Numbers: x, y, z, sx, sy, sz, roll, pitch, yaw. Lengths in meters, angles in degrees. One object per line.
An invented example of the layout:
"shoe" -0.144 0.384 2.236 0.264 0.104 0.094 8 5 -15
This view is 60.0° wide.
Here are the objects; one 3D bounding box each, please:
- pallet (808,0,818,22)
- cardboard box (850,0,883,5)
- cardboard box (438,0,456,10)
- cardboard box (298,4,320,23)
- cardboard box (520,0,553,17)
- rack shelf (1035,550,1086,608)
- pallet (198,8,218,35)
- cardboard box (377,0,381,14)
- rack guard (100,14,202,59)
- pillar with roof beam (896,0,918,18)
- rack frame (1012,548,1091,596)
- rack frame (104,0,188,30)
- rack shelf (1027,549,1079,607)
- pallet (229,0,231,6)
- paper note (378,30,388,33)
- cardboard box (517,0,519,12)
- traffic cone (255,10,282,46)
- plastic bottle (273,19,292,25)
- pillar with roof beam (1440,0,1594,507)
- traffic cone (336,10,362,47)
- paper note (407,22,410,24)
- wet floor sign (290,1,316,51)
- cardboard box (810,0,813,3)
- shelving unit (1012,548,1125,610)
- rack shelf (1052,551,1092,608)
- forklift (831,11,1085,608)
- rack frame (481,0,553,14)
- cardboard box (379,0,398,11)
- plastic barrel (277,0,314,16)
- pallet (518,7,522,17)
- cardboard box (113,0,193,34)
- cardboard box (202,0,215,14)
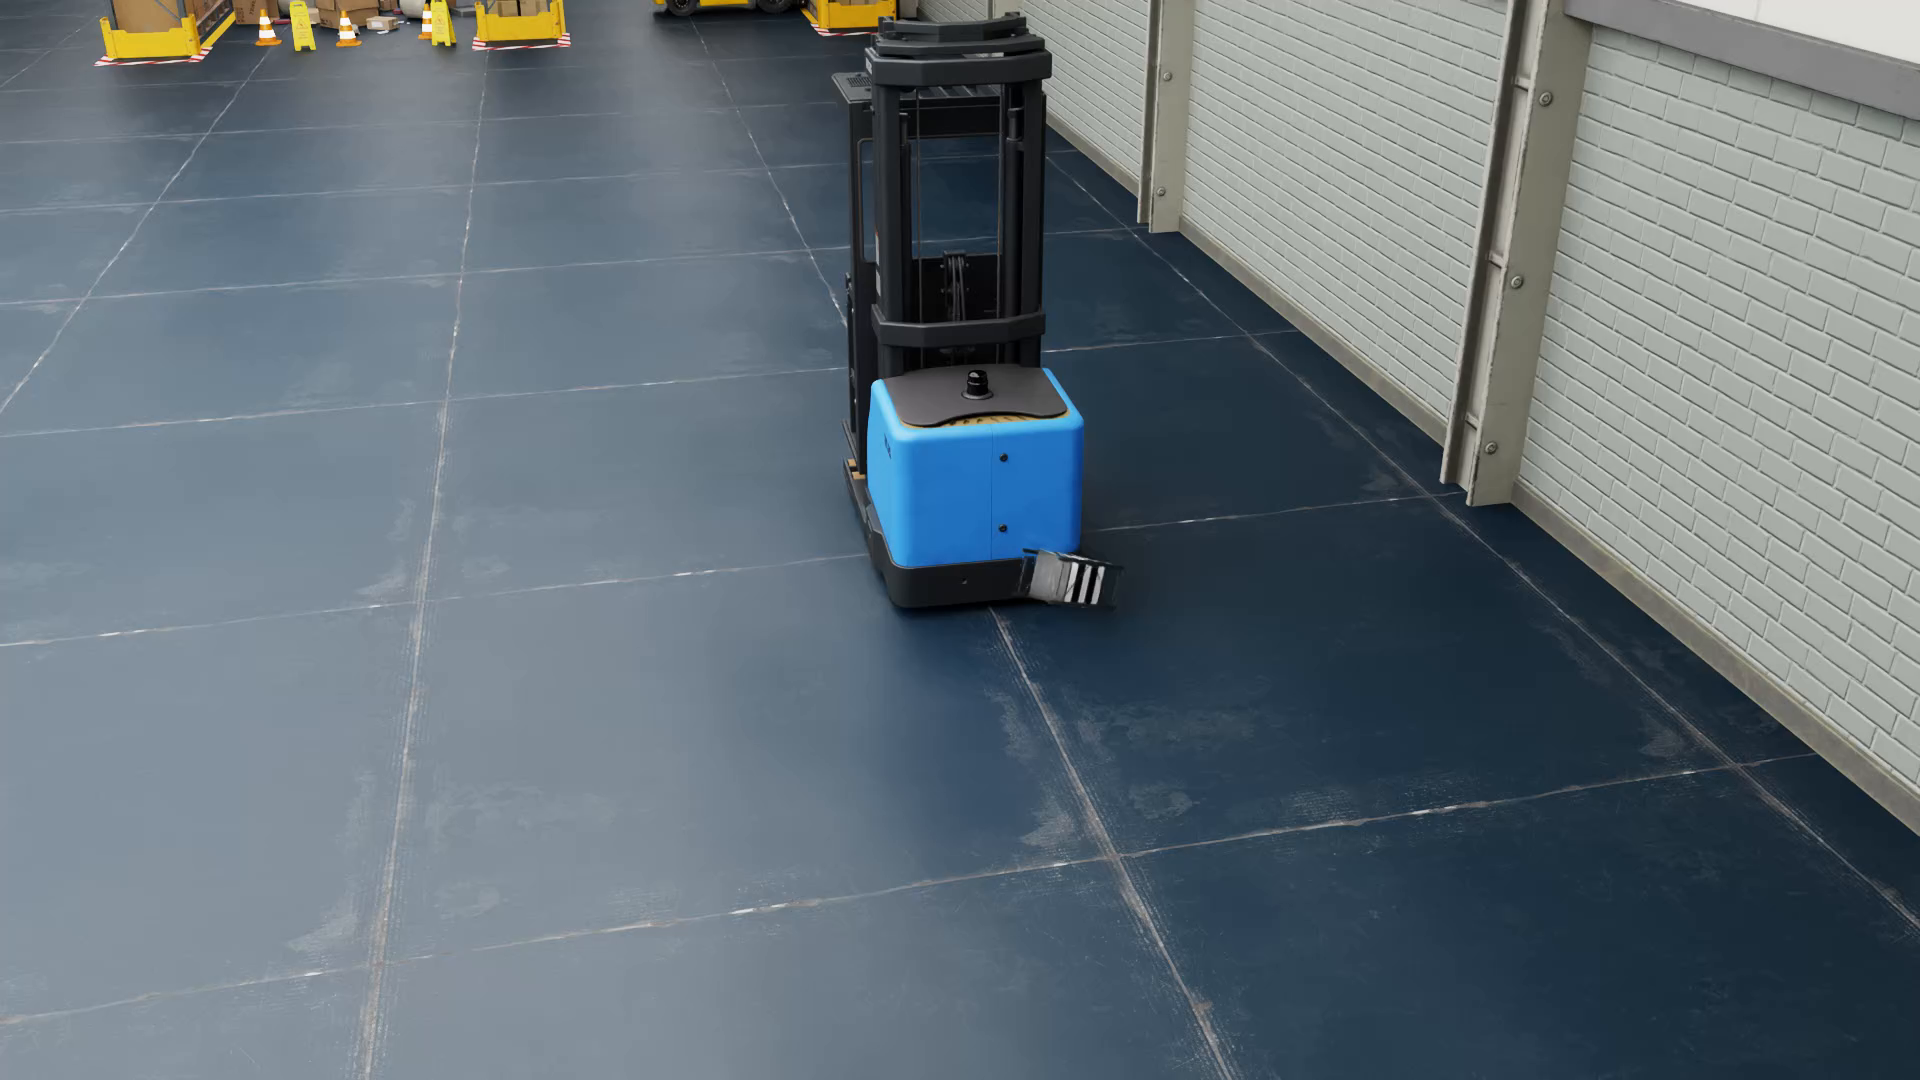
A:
"pallet" -1.772 -8.237 25.836 1.003 0.211 1.213 -6 27 -12
"cardboard box" -1.479 -8.346 25.542 0.500 0.250 0.500 -6 27 -11
"cardboard box" -8.379 -8.678 26.385 0.500 0.500 0.500 13 30 24
"cardboard box" -9.913 -8.066 25.436 0.396 0.266 0.258 -1 27 -3
"cardboard box" -6.306 -7.987 24.831 0.500 0.250 0.500 -6 27 -12
"rack shelf" 0.508 0.196 8.466 0.200 0.258 0.077 13 2 26
"pallet" -11.721 -7.731 24.832 1.003 0.211 1.213 -6 27 -12
"cardboard box" -9.475 -8.515 25.911 0.797 0.637 0.503 -6 27 -12
"rack guard" -11.188 -6.972 23.007 1.175 0.500 0.348 -6 27 -12
"pillar with roof beam" -5.031 -11.789 23.120 9.100 9.000 0.400 -6 27 -12
"rack frame" 0.484 0.185 8.642 0.006 0.240 0.900 13 2 26
"rack frame" -11.193 -8.098 22.465 1.000 3.000 0.127 -6 27 -12
"rack shelf" 0.469 0.191 8.385 0.200 0.258 0.077 13 2 26
"pallet" -12.342 -8.940 27.228 1.003 0.211 1.213 -6 27 -12
"paper note" -8.546 -7.532 24.640 0.148 0.019 0.142 -16 31 -29
"cardboard box" -6.947 -8.161 25.175 0.500 0.250 0.500 -6 27 -11
"traffic cone" -9.930 -7.343 23.784 0.336 0.463 0.334 -6 27 -12
"plastic bottle" -10.303 -7.896 25.327 0.283 0.061 0.133 -16 31 -29
"pillar with roof beam" -0.975 -3.887 7.464 9.100 9.000 0.400 -6 27 -12
"traffic cone" -8.752 -7.308 23.716 0.336 0.463 0.334 -6 27 -12
"paper note" -8.413 -7.886 25.363 0.032 0.001 0.123 -6 27 -12
"wet floor sign" -9.258 -7.235 23.369 0.267 0.644 0.232 -11 29 -20
"cardboard box" -2.075 -8.504 25.855 0.500 0.250 0.500 -6 27 -12
"shelving unit" 0.573 0.206 8.597 0.210 0.258 0.900 13 2 26
"rack shelf" 0.548 0.202 8.546 0.200 0.258 0.077 13 2 26
"forklift" -0.120 -1.587 9.642 1.130 2.935 3.031 -5 27 -10
"rack frame" -6.394 -8.645 23.549 1.000 3.000 0.127 -6 27 -12
"cardboard box" -9.202 -8.605 26.504 0.396 0.266 0.258 19 32 32
"plastic barrel" -10.345 -8.362 25.847 0.512 0.421 0.421 13 30 24
"pallet" -6.559 -7.794 24.957 1.003 0.211 1.213 -6 27 -12
"cardboard box" -11.411 -7.628 23.426 0.875 0.875 0.875 -6 27 -11
"cardboard box" -11.815 -8.414 24.984 0.875 0.875 0.875 -6 27 -11
